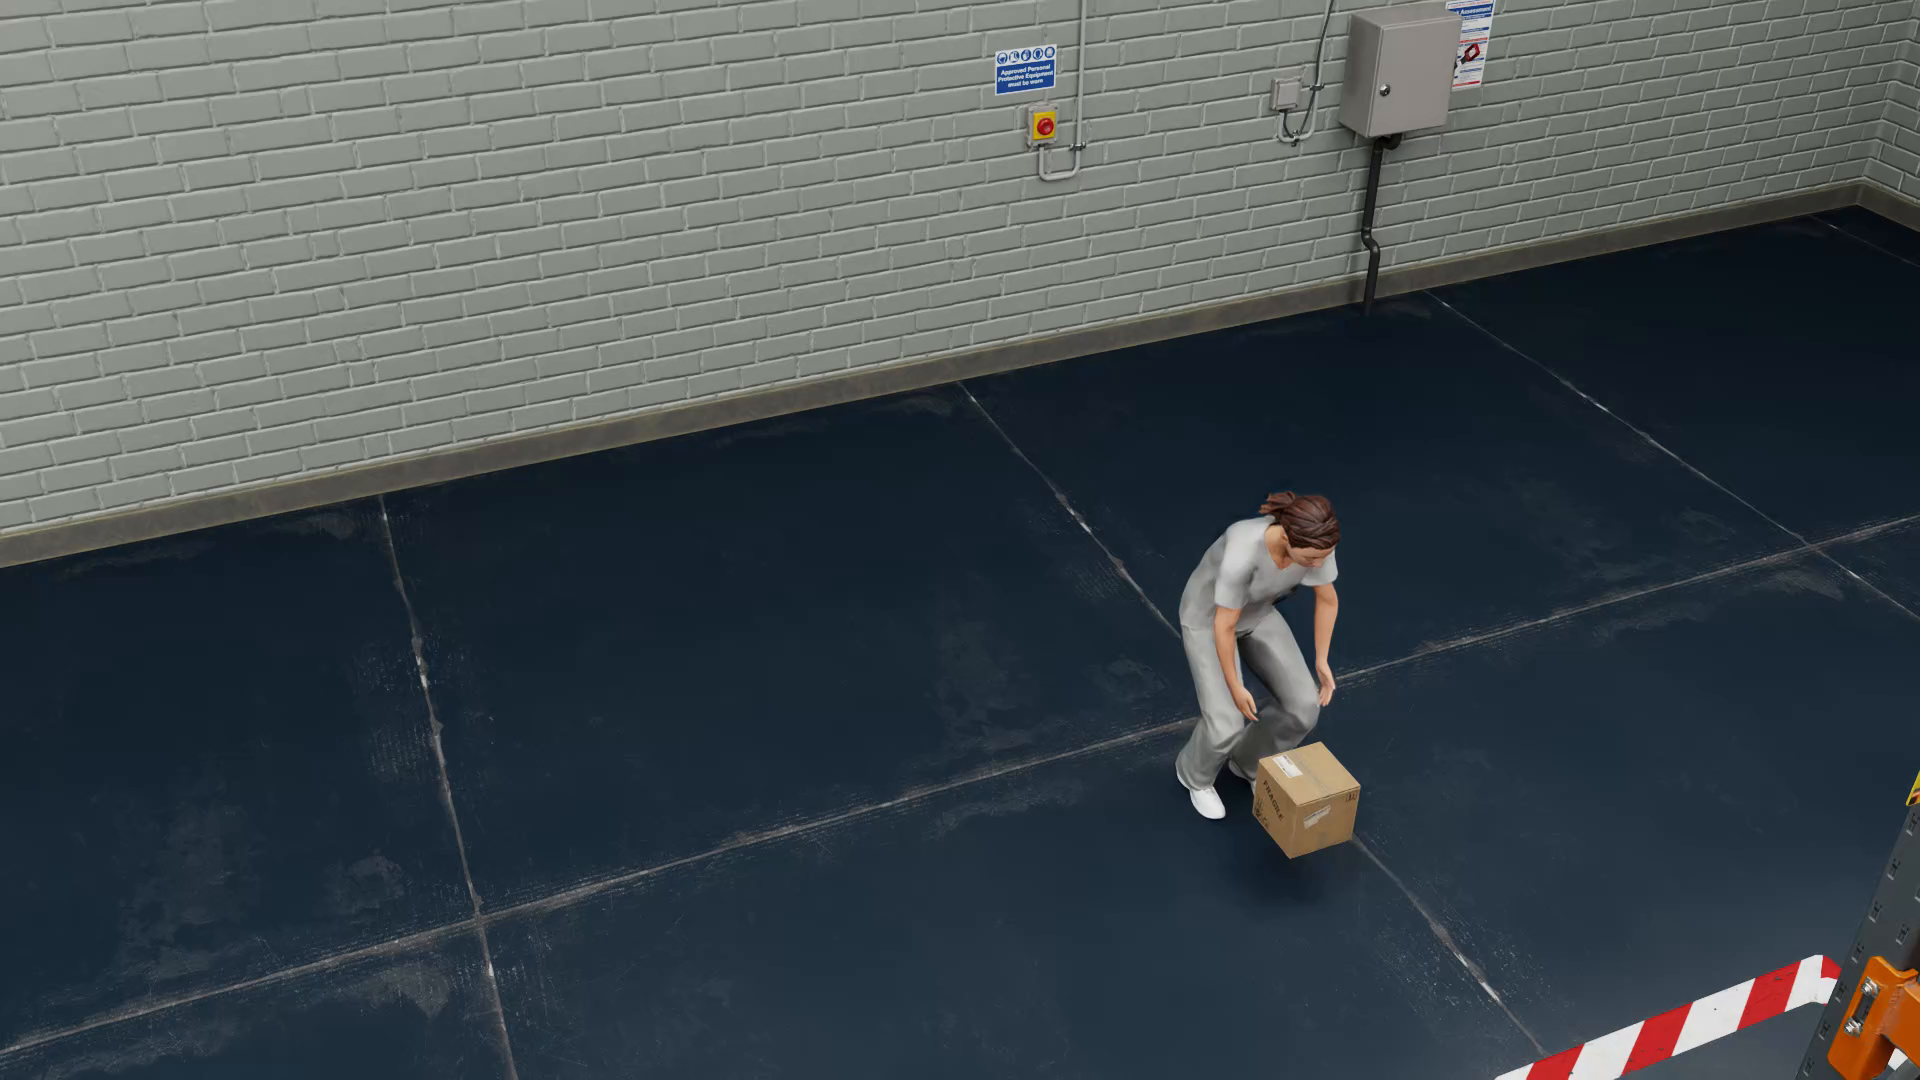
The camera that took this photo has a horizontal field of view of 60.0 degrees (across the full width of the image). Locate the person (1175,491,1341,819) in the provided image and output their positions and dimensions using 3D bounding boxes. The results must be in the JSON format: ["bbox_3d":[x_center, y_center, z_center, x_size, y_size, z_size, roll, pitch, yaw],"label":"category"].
[{"bbox_3d":[1.054,0.358,5.841,0.490,1.418,0.615,-13,36,-18],"label":"person"}]
